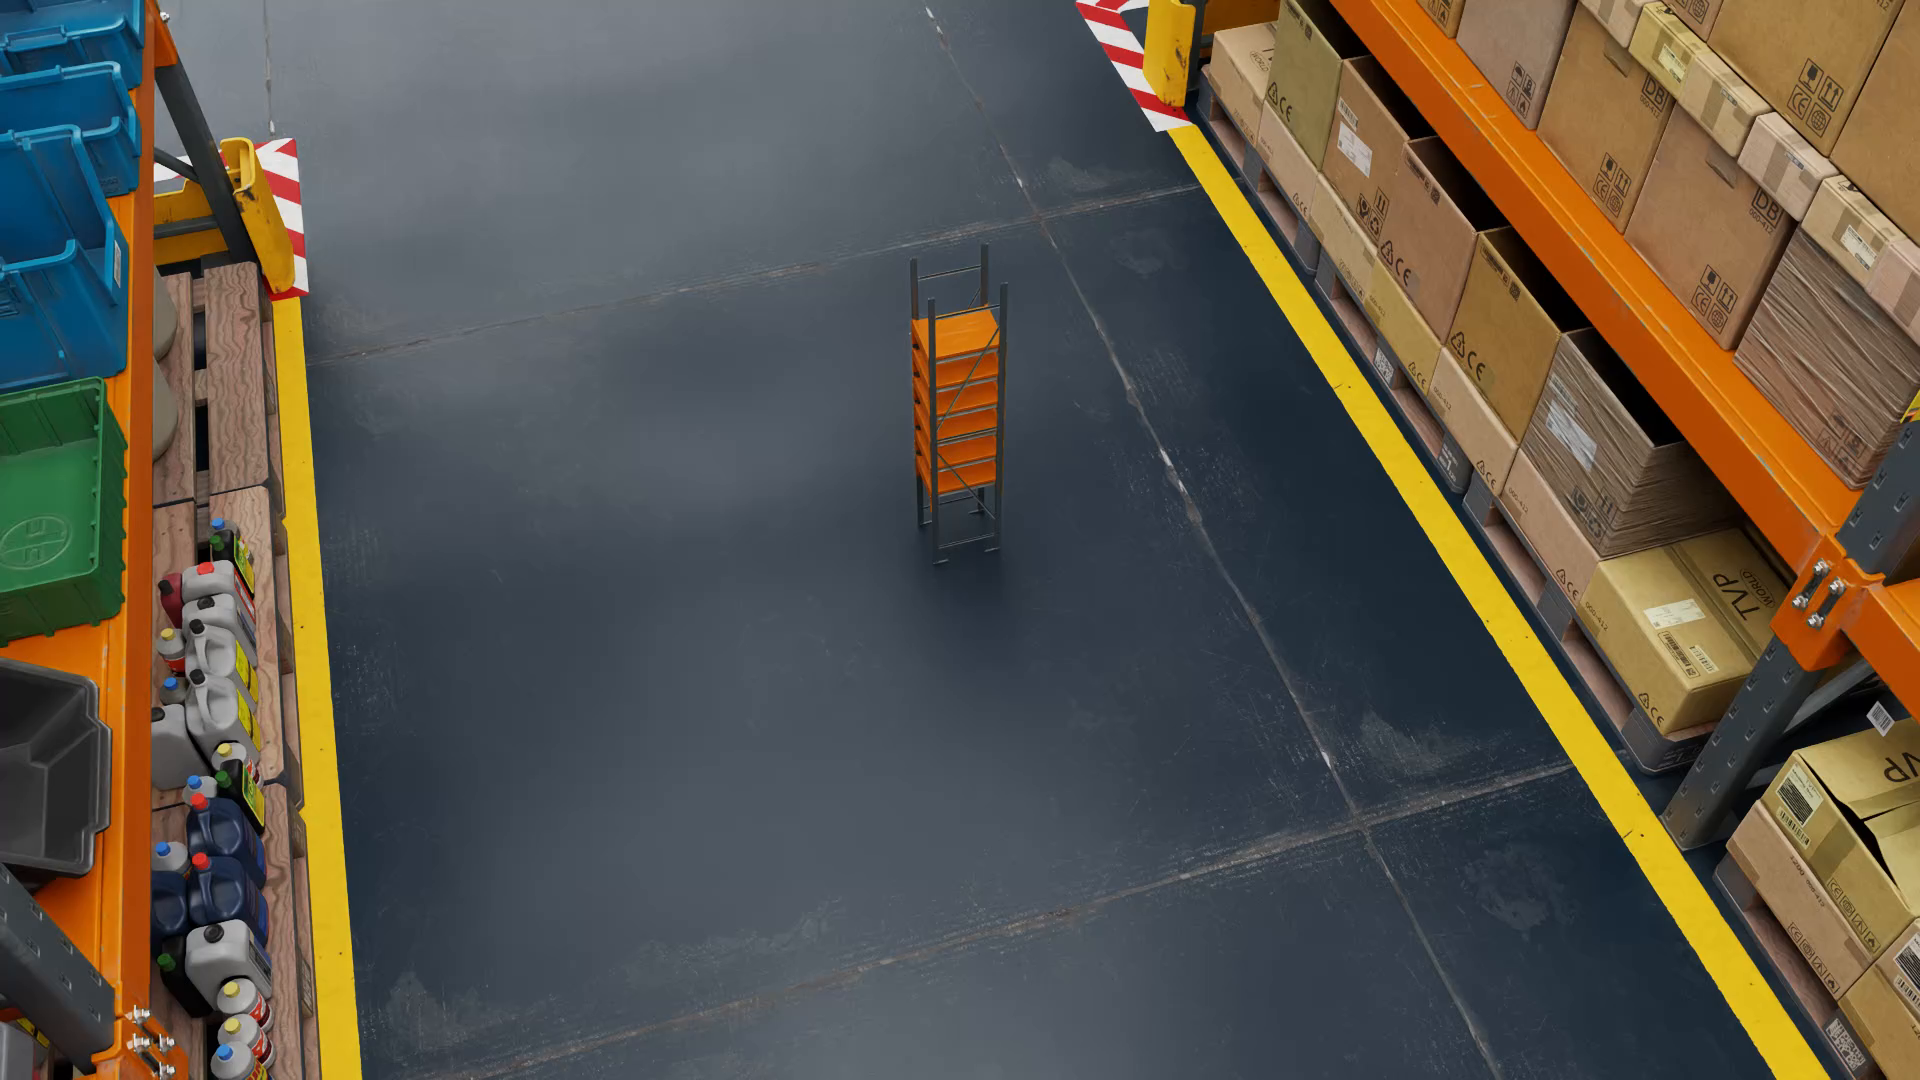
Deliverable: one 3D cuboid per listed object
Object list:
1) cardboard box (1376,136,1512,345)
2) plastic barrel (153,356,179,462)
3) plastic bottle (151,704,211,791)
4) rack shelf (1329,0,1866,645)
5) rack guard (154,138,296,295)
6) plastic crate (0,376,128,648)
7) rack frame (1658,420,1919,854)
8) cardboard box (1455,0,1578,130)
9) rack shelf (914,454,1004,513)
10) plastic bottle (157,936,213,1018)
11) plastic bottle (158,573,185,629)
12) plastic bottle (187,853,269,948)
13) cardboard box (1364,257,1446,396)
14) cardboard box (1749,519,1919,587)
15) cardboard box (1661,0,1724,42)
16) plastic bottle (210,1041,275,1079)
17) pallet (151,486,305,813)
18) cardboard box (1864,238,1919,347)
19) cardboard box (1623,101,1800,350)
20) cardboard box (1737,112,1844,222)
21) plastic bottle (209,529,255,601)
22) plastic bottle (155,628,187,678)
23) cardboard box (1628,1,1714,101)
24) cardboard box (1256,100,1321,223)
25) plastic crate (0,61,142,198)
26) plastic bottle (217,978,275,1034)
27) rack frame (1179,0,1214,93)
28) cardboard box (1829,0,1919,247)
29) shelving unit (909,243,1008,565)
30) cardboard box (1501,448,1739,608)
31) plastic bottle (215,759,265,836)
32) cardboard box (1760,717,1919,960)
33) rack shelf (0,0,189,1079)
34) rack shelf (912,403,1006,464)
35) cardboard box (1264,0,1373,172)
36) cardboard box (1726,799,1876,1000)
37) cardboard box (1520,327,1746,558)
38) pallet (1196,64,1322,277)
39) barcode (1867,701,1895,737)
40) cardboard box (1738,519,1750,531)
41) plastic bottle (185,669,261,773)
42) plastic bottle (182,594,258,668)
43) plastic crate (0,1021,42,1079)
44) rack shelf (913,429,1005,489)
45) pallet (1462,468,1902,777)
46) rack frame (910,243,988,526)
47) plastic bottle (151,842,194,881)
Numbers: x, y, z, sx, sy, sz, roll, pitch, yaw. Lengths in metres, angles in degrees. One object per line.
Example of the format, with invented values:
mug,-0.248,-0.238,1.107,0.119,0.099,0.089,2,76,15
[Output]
cardboard box,1.814,-1.064,5.719,0.500,0.500,0.500,-13,51,-11
plastic barrel,-2.890,-0.498,5.561,0.421,0.512,0.421,0,50,0
plastic bottle,-2.281,0.583,4.790,0.152,0.276,0.135,-13,51,-11
rack shelf,2.018,-1.419,5.455,1.077,0.370,4.000,-13,51,-11
rack guard,-3.238,-1.144,6.387,1.175,0.500,0.348,-13,51,-11
plastic crate,-2.255,-0.060,3.977,0.450,0.188,0.662,-13,51,-11
rack frame,2.610,-0.190,3.948,1.000,3.000,0.127,-13,51,-11
cardboard box,2.013,-1.670,5.131,0.700,0.500,0.500,-12,51,-10
rack shelf,-0.004,-0.214,5.518,0.258,0.103,0.180,-13,51,-11
plastic bottle,-2.022,1.123,4.330,0.061,0.283,0.133,-13,51,-11
plastic bottle,-2.397,0.196,5.111,0.061,0.283,0.133,-13,51,-11
plastic bottle,-1.965,0.956,4.427,0.144,0.351,0.185,-12,51,-10
cardboard box,1.815,-0.823,6.006,0.500,0.250,0.500,-13,51,-11
cardboard box,2.772,-0.090,4.898,0.500,0.500,0.500,-13,51,-11
cardboard box,2.175,-1.698,4.306,0.700,0.500,0.500,-13,51,-11
plastic bottle,-1.798,1.333,4.161,0.097,0.271,0.097,0,50,0
pallet,-2.646,0.433,5.247,1.003,0.211,1.213,-13,51,-11
cardboard box,2.325,-0.582,3.789,0.380,0.149,0.250,-13,51,-11
cardboard box,2.311,-0.929,4.506,0.700,0.500,0.500,-14,51,-11
cardboard box,2.174,-0.953,4.102,0.380,0.149,0.250,-15,51,-12
plastic bottle,-2.292,0.063,5.224,0.061,0.283,0.133,-12,51,-10
plastic bottle,-2.368,0.341,5.043,0.097,0.201,0.097,0,50,0
cardboard box,2.026,-1.325,4.416,0.380,0.149,0.250,-14,51,-11
cardboard box,1.525,-1.554,6.622,0.500,0.250,0.500,-13,51,-11
plastic crate,-2.685,-1.173,4.874,0.499,0.251,0.408,-13,51,-11
plastic bottle,-1.859,1.207,4.313,0.097,0.201,0.097,0,50,0
rack frame,1.427,-3.112,6.411,1.000,3.000,0.127,-13,51,-11
cardboard box,2.473,-0.963,3.686,0.700,0.500,0.500,-13,51,-11
shelving unit,-0.004,-0.397,5.300,0.258,1.200,0.189,-13,51,-11
cardboard box,2.126,-0.096,5.393,0.500,0.250,0.500,-13,51,-11
plastic bottle,-2.030,0.710,4.679,0.061,0.283,0.133,-11,51,-9
cardboard box,2.494,0.738,4.323,0.500,0.311,0.500,-13,51,-11
rack shelf,-2.714,-0.302,4.513,1.077,0.370,4.000,-13,51,-11
rack shelf,-0.004,-0.369,5.334,0.258,0.103,0.180,-13,51,-11
cardboard box,1.523,-1.796,6.335,0.500,0.500,0.500,-13,51,-11
cardboard box,2.493,0.911,4.544,0.500,0.250,0.500,-14,51,-12
cardboard box,2.127,-0.338,5.106,0.500,0.500,0.500,-13,51,-11
pallet,1.693,-1.664,7.014,1.003,0.211,1.213,-13,51,-11
barcode,2.288,0.445,4.132,0.001,0.075,0.075,-13,51,-11
cardboard box,2.619,-0.213,5.491,0.500,0.250,0.500,-13,51,-11
plastic bottle,-2.147,0.507,4.805,0.144,0.351,0.185,-14,51,-11
plastic bottle,-2.255,0.276,5.049,0.152,0.276,0.135,-15,51,-12
plastic crate,-1.687,1.191,2.742,0.402,0.464,0.583,-13,51,-11
rack shelf,-0.004,-0.291,5.426,0.258,0.103,0.180,-13,51,-11
pallet,2.415,0.118,5.512,1.003,0.211,1.213,-13,51,-11
rack frame,-0.031,-0.464,5.357,0.240,1.200,0.006,-13,51,-11
plastic bottle,-2.123,0.903,4.524,0.097,0.271,0.097,0,50,0
